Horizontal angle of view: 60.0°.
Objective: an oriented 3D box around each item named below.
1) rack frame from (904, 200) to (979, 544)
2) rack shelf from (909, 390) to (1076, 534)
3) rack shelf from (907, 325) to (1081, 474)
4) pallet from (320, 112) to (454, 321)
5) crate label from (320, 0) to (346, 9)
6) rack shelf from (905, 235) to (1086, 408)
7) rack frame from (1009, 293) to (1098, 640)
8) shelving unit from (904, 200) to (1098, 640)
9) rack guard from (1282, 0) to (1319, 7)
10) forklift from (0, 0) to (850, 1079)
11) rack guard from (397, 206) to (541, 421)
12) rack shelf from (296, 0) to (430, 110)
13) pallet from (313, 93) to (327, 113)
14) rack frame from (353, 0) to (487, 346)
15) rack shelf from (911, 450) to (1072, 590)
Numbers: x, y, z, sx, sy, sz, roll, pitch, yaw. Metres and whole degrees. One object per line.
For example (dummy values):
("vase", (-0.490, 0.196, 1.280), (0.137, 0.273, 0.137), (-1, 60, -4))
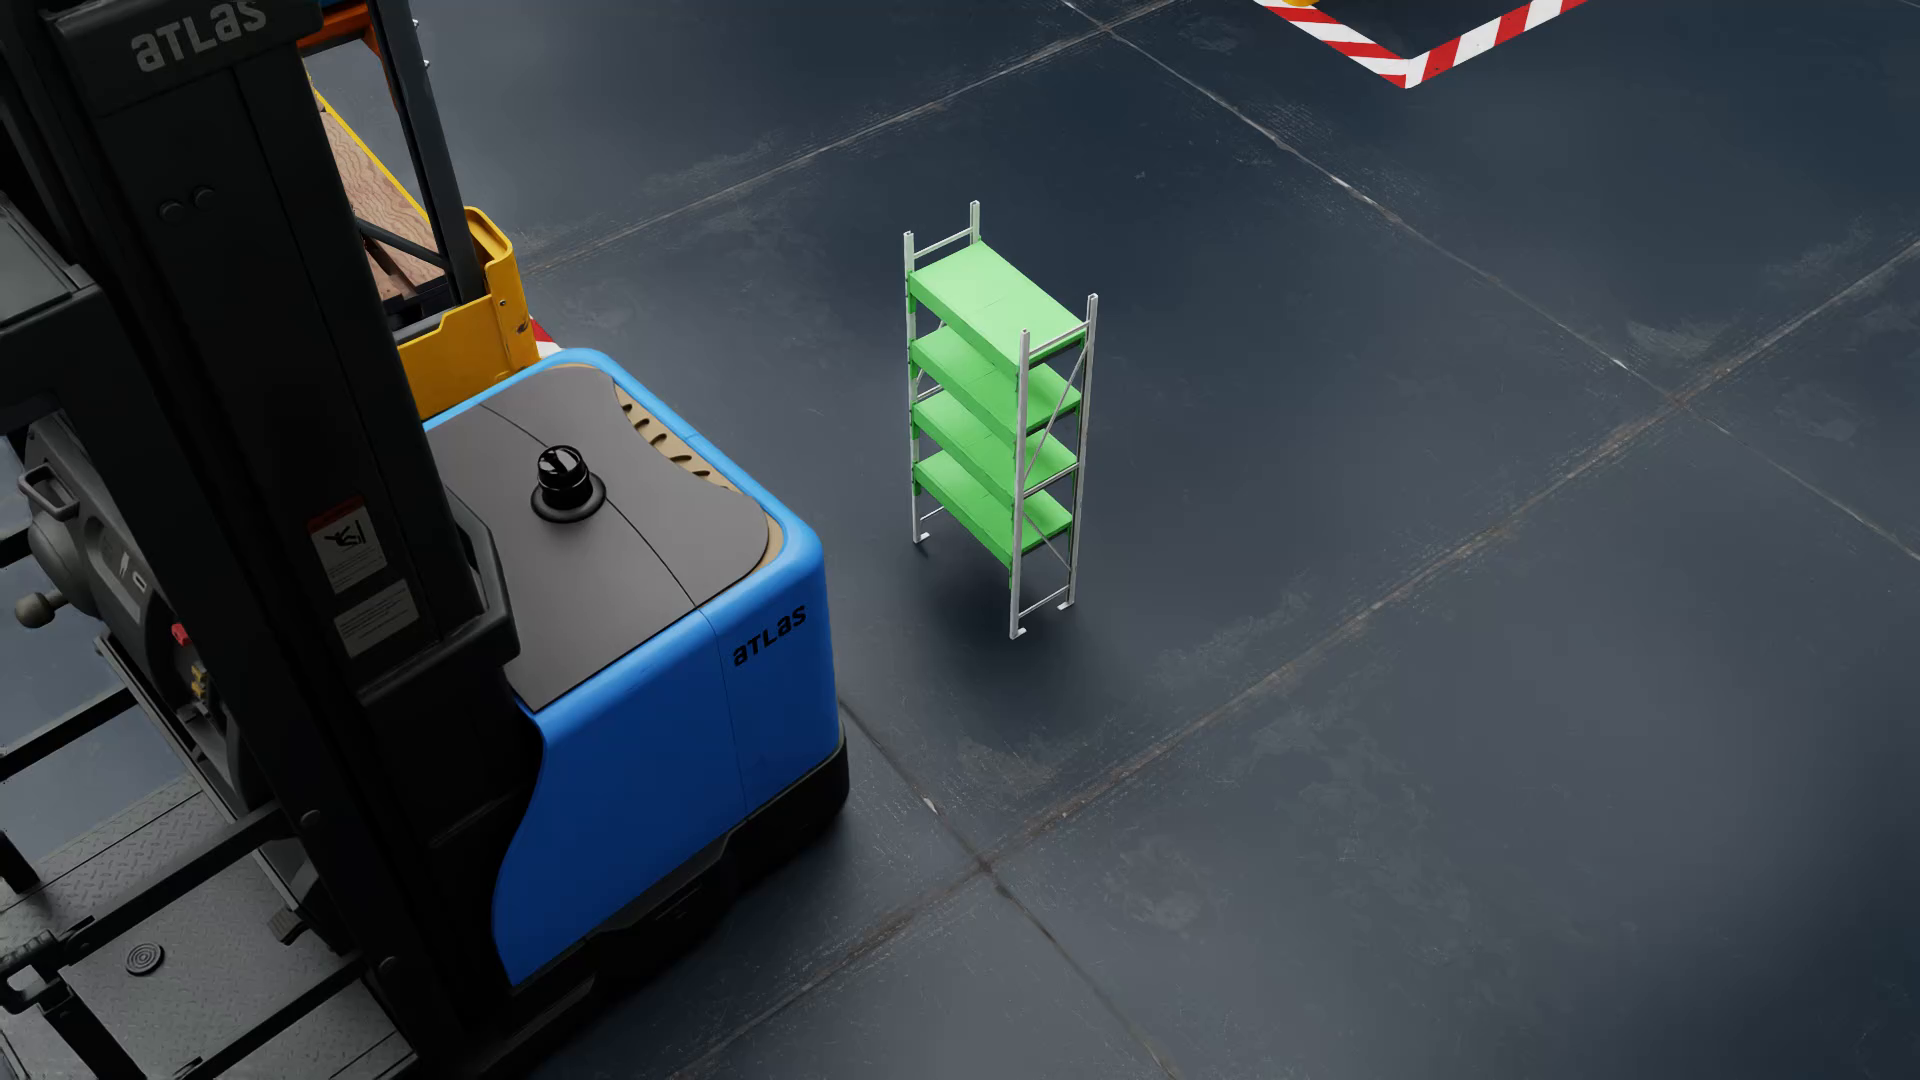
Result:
("rack frame", (-0.048, -0.449, 4.847), (0.240, 1.200, 0.015), (-29, 54, -24))
("rack shelf", (0.100, -0.262, 4.764), (0.258, 0.148, 0.480), (-29, 54, -24))
("rack shelf", (0.100, -0.424, 4.587), (0.258, 0.148, 0.480), (-29, 54, -24))
("pallet", (-2.500, -1.026, 6.037), (1.003, 0.211, 1.213), (-29, 54, -24))
("crate label", (-1.919, -1.716, 4.853), (0.416, 0.233, 0.303), (-29, 54, -24))
("rack shelf", (0.100, -0.585, 4.409), (0.258, 0.148, 0.480), (-29, 54, -24))
("rack frame", (0.248, -0.162, 4.587), (0.240, 1.200, 0.015), (-29, 54, -24))
("shelving unit", (0.100, -0.305, 4.717), (0.258, 1.200, 0.503), (-29, 54, -24))
("rack guard", (1.867, -2.884, 7.527), (1.175, 0.500, 0.348), (-29, 54, -24))
("forklift", (-1.723, 0.221, 3.072), (3.031, 2.935, 1.130), (-35, 56, -27))
("rack guard", (-2.007, -0.611, 5.466), (1.175, 0.500, 0.348), (-29, 54, -24))
("rack shelf", (-3.243, -2.396, 5.883), (1.077, 0.370, 4.000), (-29, 54, -24))
("pallet", (-3.235, -1.745, 6.689), (1.003, 0.211, 1.213), (-29, 54, -24))
("rack frame", (-2.032, -1.459, 4.548), (1.000, 3.000, 0.127), (-29, 54, -24))
("rack shelf", (0.100, -0.101, 4.942), (0.258, 0.148, 0.480), (-29, 54, -24))
